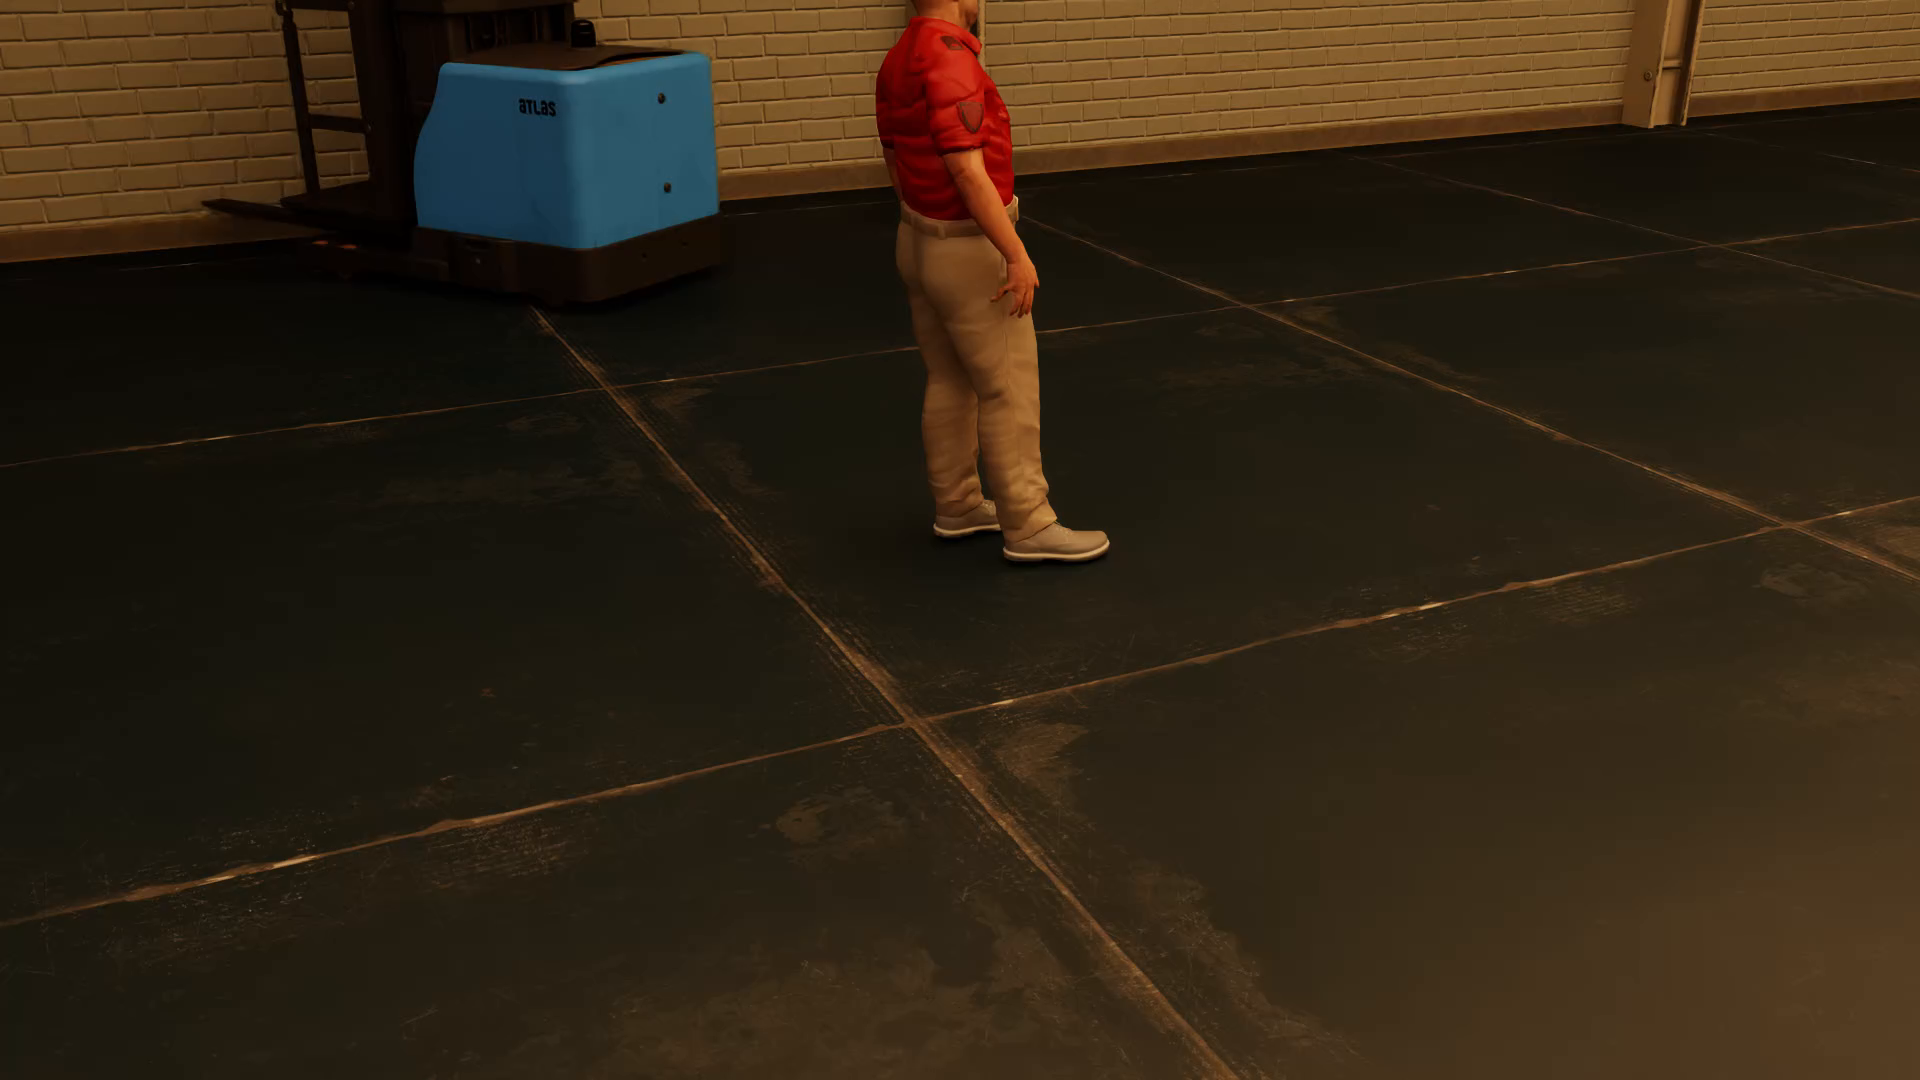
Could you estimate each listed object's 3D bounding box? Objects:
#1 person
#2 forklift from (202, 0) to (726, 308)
[{"bbox_3d":[0.086,-0.815,4.797,0.551,1.727,0.640,-10,25,-23],"label":"person"},{"bbox_3d":[-2.701,-2.807,8.042,3.031,2.935,1.130,12,26,27],"label":"forklift"}]
